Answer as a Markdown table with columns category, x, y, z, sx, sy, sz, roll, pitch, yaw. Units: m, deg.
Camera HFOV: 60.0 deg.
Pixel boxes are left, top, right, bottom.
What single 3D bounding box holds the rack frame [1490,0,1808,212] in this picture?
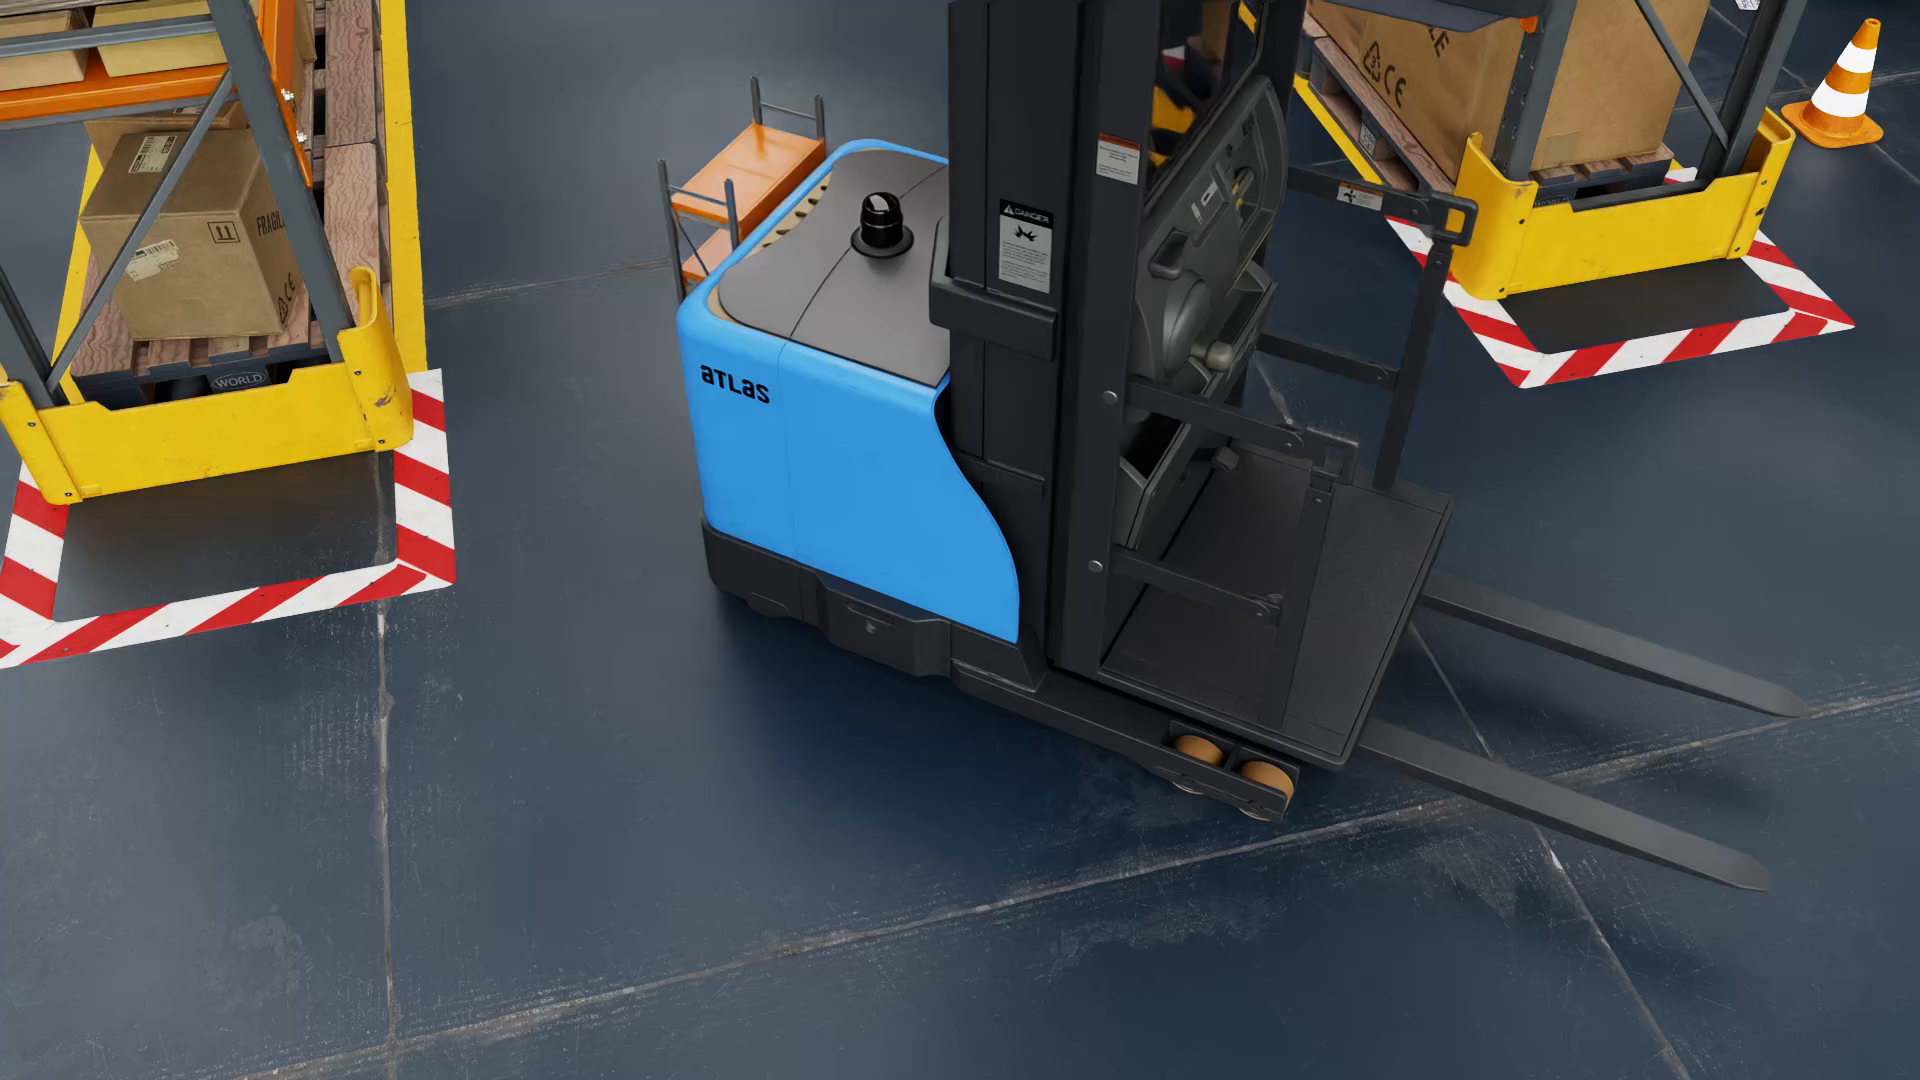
| category | x | y | z | sx | sy | sz | roll | pitch | yaw |
| --- | --- | --- | --- | --- | --- | --- | --- | --- | --- |
| rack frame | 2.405 | -2.163 | 5.269 | 1.000 | 3.000 | 0.127 | -11 | 47 | -10 |

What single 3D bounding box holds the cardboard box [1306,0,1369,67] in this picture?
| category | x | y | z | sx | sy | sz | roll | pitch | yaw |
| --- | --- | --- | --- | --- | --- | --- | --- | --- | --- |
| cardboard box | 1.941 | -2.629 | 6.920 | 0.875 | 0.875 | 0.875 | -11 | 47 | -11 |

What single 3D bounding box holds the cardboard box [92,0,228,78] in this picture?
| category | x | y | z | sx | sy | sz | roll | pitch | yaw |
| --- | --- | --- | --- | --- | --- | --- | --- | --- | --- |
| cardboard box | -2.258 | -1.478 | 4.774 | 0.380 | 0.149 | 0.250 | -11 | 47 | -10 |

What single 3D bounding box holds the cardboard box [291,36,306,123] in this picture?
| category | x | y | z | sx | sy | sz | roll | pitch | yaw |
| --- | --- | --- | --- | --- | --- | --- | --- | --- | --- |
| cardboard box | -2.887 | -1.874 | 6.443 | 0.500 | 0.500 | 0.500 | -7 | 46 | -7 |

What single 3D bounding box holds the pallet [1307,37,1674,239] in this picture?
| category | x | y | z | sx | sy | sz | roll | pitch | yaw |
| --- | --- | --- | --- | --- | --- | --- | --- | --- | --- |
| pallet | 2.125 | -1.724 | 6.792 | 1.003 | 0.211 | 1.213 | -11 | 47 | -10 |

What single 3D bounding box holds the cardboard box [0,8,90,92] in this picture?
| category | x | y | z | sx | sy | sz | roll | pitch | yaw |
| --- | --- | --- | --- | --- | --- | --- | --- | --- | --- |
| cardboard box | -2.688 | -1.397 | 4.695 | 0.380 | 0.149 | 0.250 | -11 | 47 | -10 |

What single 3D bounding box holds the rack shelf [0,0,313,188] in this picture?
| category | x | y | z | sx | sy | sz | roll | pitch | yaw |
| --- | --- | --- | --- | --- | --- | --- | --- | --- | --- |
| rack shelf | -2.927 | -2.455 | 6.059 | 1.077 | 0.370 | 4.000 | -11 | 47 | -10 |

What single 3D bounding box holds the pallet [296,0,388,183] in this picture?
| category | x | y | z | sx | sy | sz | roll | pitch | yaw |
| --- | --- | --- | --- | --- | --- | --- | --- | --- | --- |
| pallet | -2.917 | -1.810 | 6.876 | 1.003 | 0.211 | 1.213 | -11 | 47 | -10 |

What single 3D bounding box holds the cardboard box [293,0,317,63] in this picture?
| category | x | y | z | sx | sy | sz | roll | pitch | yaw |
| --- | --- | --- | --- | --- | --- | --- | --- | --- | --- |
| cardboard box | -2.987 | -2.268 | 6.828 | 0.500 | 0.500 | 0.500 | -15 | 47 | -14 |

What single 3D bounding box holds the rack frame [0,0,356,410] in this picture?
| category | x | y | z | sx | sy | sz | roll | pitch | yaw |
| --- | --- | --- | --- | --- | --- | --- | --- | --- | --- |
| rack frame | -2.415 | -1.326 | 4.449 | 1.000 | 3.000 | 0.127 | -11 | 47 | -10 |

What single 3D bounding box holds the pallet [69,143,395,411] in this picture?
| category | x | y | z | sx | sy | sz | roll | pitch | yaw |
| --- | --- | --- | --- | --- | --- | --- | --- | --- | --- |
| pallet | -2.609 | -0.970 | 6.052 | 1.003 | 0.211 | 1.213 | -11 | 47 | -10 |

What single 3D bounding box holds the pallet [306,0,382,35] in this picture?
| category | x | y | z | sx | sy | sz | roll | pitch | yaw |
| --- | --- | --- | --- | --- | --- | --- | --- | --- | --- |
| pallet | -3.233 | -2.654 | 7.703 | 1.003 | 0.211 | 1.213 | -11 | 47 | -10 |

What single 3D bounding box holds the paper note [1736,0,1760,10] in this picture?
| category | x | y | z | sx | sy | sz | roll | pitch | yaw |
| --- | --- | --- | --- | --- | --- | --- | --- | --- | --- |
| paper note | 3.656 | -2.487 | 7.667 | 0.144 | 0.017 | 0.142 | 4 | 46 | 4 |

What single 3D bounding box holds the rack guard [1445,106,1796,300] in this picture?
| category | x | y | z | sx | sy | sz | roll | pitch | yaw |
| --- | --- | --- | --- | --- | --- | --- | --- | --- | --- |
| rack guard | 2.411 | -1.271 | 6.146 | 1.175 | 0.500 | 0.348 | -11 | 47 | -10 |

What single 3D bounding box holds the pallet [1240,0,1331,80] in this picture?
| category | x | y | z | sx | sy | sz | roll | pitch | yaw |
| --- | --- | --- | --- | --- | --- | --- | --- | --- | --- |
| pallet | 1.816 | -2.565 | 7.616 | 1.003 | 0.211 | 1.213 | -11 | 47 | -10 |

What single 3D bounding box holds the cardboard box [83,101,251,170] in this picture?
| category | x | y | z | sx | sy | sz | roll | pitch | yaw |
| --- | --- | --- | --- | --- | --- | --- | --- | --- | --- |
| cardboard box | -2.745 | -1.438 | 6.016 | 0.500 | 0.500 | 0.500 | 0 | 46 | 0 |

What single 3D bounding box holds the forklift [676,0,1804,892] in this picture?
| category | x | y | z | sx | sy | sz | roll | pitch | yaw |
| --- | --- | --- | --- | --- | --- | --- | --- | --- | --- |
| forklift | 0.787 | -0.705 | 3.889 | 3.031 | 2.935 | 1.130 | 20 | 49 | 18 |

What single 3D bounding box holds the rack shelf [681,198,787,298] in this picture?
| category | x | y | z | sx | sy | sz | roll | pitch | yaw |
| --- | --- | --- | --- | --- | --- | --- | --- | --- | --- |
| rack shelf | -0.618 | -0.860 | 5.033 | 0.258 | 0.148 | 0.480 | 20 | 49 | 19 |

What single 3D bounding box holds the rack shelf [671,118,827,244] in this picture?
| category | x | y | z | sx | sy | sz | roll | pitch | yaw |
| --- | --- | --- | --- | --- | --- | --- | --- | --- | --- |
| rack shelf | -0.619 | -1.026 | 4.864 | 0.258 | 0.148 | 0.480 | 20 | 49 | 19 |

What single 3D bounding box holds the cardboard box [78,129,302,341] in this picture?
| category | x | y | z | sx | sy | sz | roll | pitch | yaw |
| --- | --- | --- | --- | --- | --- | --- | --- | --- | --- |
| cardboard box | -2.559 | -1.032 | 5.617 | 0.500 | 0.500 | 0.500 | -3 | 46 | -3 |

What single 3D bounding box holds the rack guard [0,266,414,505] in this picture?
| category | x | y | z | sx | sy | sz | roll | pitch | yaw |
| --- | --- | --- | --- | --- | --- | --- | --- | --- | --- |
| rack guard | -2.435 | -0.503 | 5.393 | 1.175 | 0.500 | 0.348 | -11 | 47 | -10 |

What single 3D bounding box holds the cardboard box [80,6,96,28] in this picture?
| category | x | y | z | sx | sy | sz | roll | pitch | yaw |
| --- | --- | --- | --- | --- | --- | --- | --- | --- | --- |
| cardboard box | -2.751 | -1.570 | 4.864 | 0.380 | 0.149 | 0.250 | -11 | 47 | -10 |

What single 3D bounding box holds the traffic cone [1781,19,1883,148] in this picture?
| category | x | y | z | sx | sy | sz | roll | pitch | yaw |
| --- | --- | --- | --- | --- | --- | --- | --- | --- | --- |
| traffic cone | 3.642 | -1.901 | 6.789 | 0.336 | 0.463 | 0.334 | -11 | 47 | -10 |

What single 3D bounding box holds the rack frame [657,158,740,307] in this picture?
| category | x | y | z | sx | sy | sz | roll | pitch | yaw |
| --- | --- | --- | --- | --- | --- | --- | --- | --- | --- |
| rack frame | -0.727 | -0.594 | 4.992 | 0.240 | 1.200 | 0.015 | 20 | 49 | 19 |

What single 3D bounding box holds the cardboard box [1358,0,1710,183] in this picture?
| category | x | y | z | sx | sy | sz | roll | pitch | yaw |
| --- | --- | --- | --- | --- | --- | --- | --- | --- | --- |
| cardboard box | 2.168 | -2.022 | 6.325 | 0.875 | 0.875 | 0.875 | -10 | 47 | -10 |

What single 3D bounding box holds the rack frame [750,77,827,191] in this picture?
| category | x | y | z | sx | sy | sz | roll | pitch | yaw |
| --- | --- | --- | --- | --- | --- | --- | --- | --- | --- |
| rack frame | -0.507 | -0.906 | 5.297 | 0.240 | 1.200 | 0.015 | 20 | 49 | 19 |

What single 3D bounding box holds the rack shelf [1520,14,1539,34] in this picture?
| category | x | y | z | sx | sy | sz | roll | pitch | yaw |
| --- | --- | --- | --- | --- | --- | --- | --- | --- | --- |
| rack shelf | 1.893 | -3.292 | 6.880 | 1.077 | 0.370 | 4.000 | -11 | 47 | -10 |

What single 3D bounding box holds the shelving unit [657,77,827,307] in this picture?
| category | x | y | z | sx | sy | sz | roll | pitch | yaw |
| --- | --- | --- | --- | --- | --- | --- | --- | --- | --- |
| shelving unit | -0.617 | -0.750 | 5.144 | 0.258 | 1.200 | 0.503 | 20 | 49 | 19 |

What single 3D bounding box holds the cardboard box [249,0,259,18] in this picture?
| category | x | y | z | sx | sy | sz | roll | pitch | yaw |
| --- | --- | --- | --- | --- | --- | --- | --- | --- | --- |
| cardboard box | -2.303 | -1.654 | 4.947 | 0.380 | 0.149 | 0.250 | -11 | 47 | -10 |
